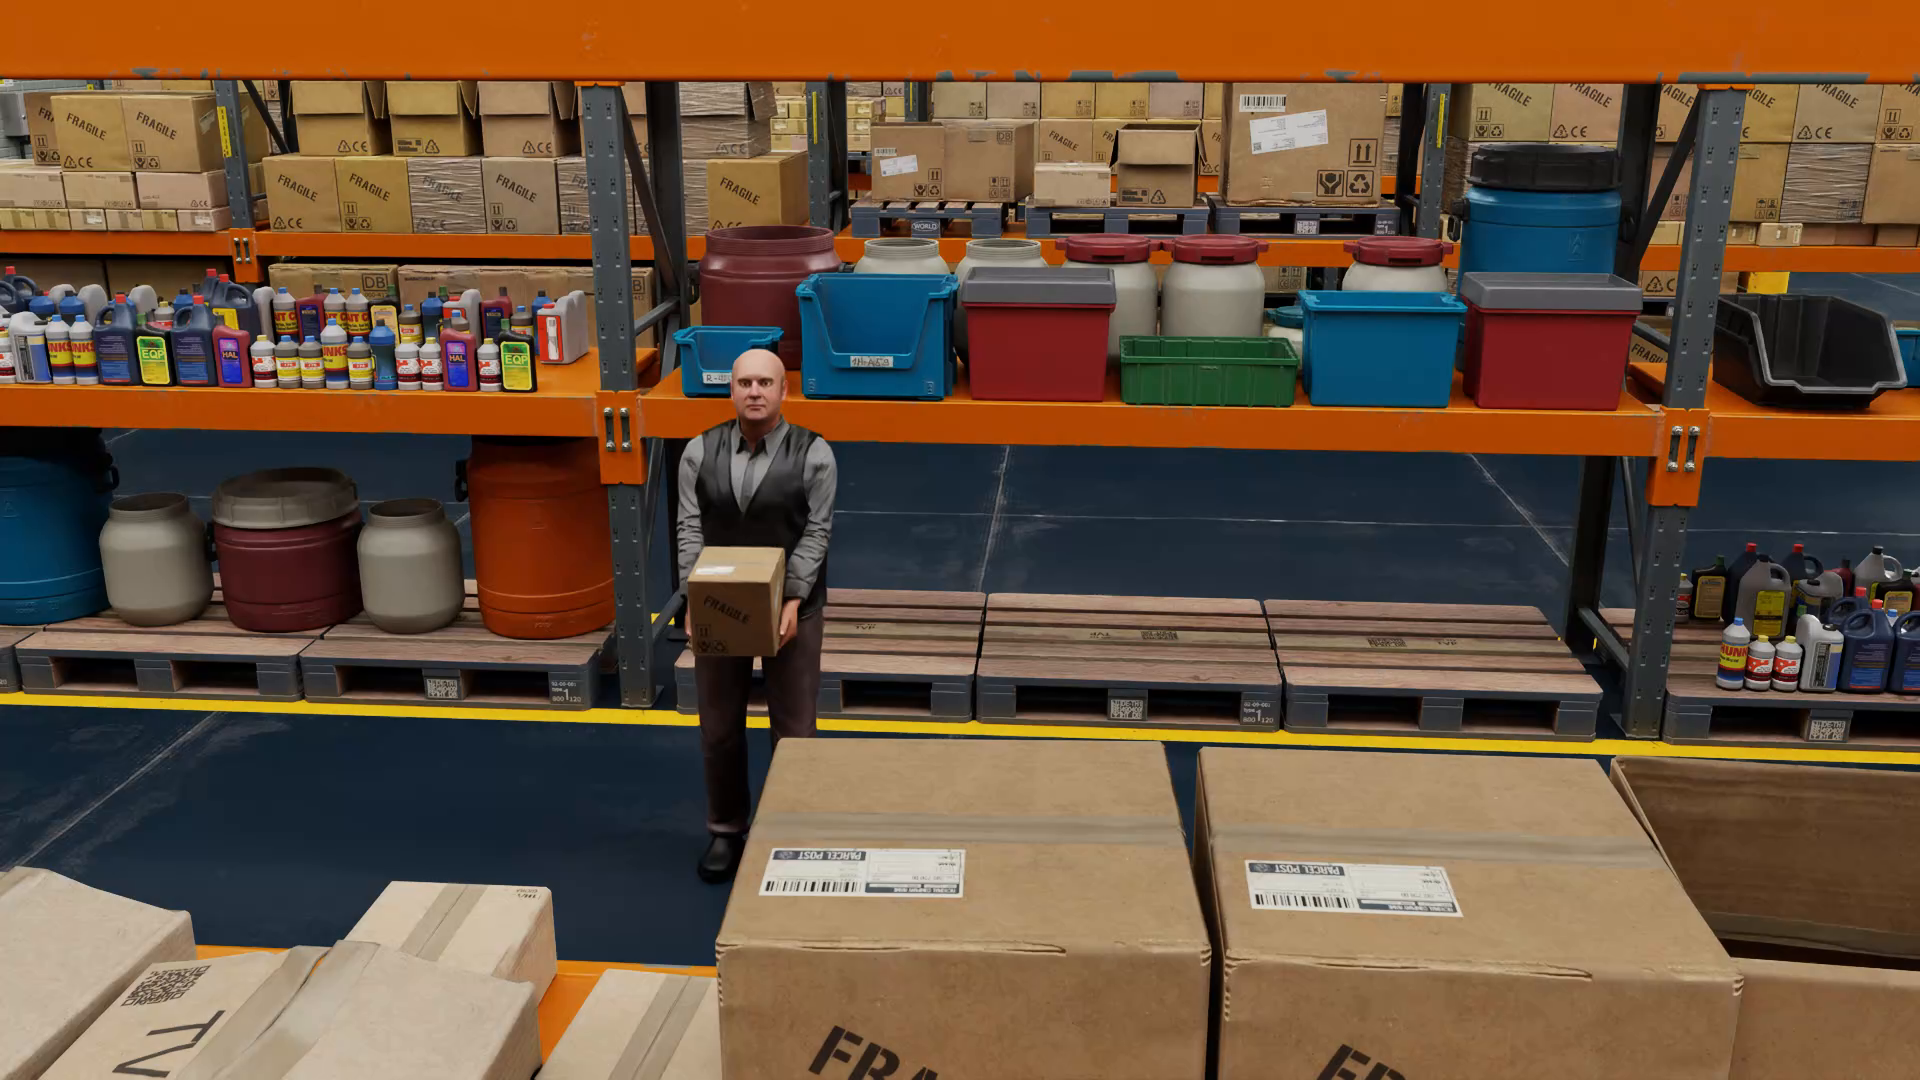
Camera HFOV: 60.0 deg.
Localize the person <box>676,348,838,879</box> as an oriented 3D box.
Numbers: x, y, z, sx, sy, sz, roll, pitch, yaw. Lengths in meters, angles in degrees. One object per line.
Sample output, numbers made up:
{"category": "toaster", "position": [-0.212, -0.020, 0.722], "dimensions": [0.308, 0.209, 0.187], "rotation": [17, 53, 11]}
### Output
{"category": "person", "position": [-0.640, 0.273, 5.244], "dimensions": [0.502, 1.720, 0.552], "rotation": [1, 17, 4]}
